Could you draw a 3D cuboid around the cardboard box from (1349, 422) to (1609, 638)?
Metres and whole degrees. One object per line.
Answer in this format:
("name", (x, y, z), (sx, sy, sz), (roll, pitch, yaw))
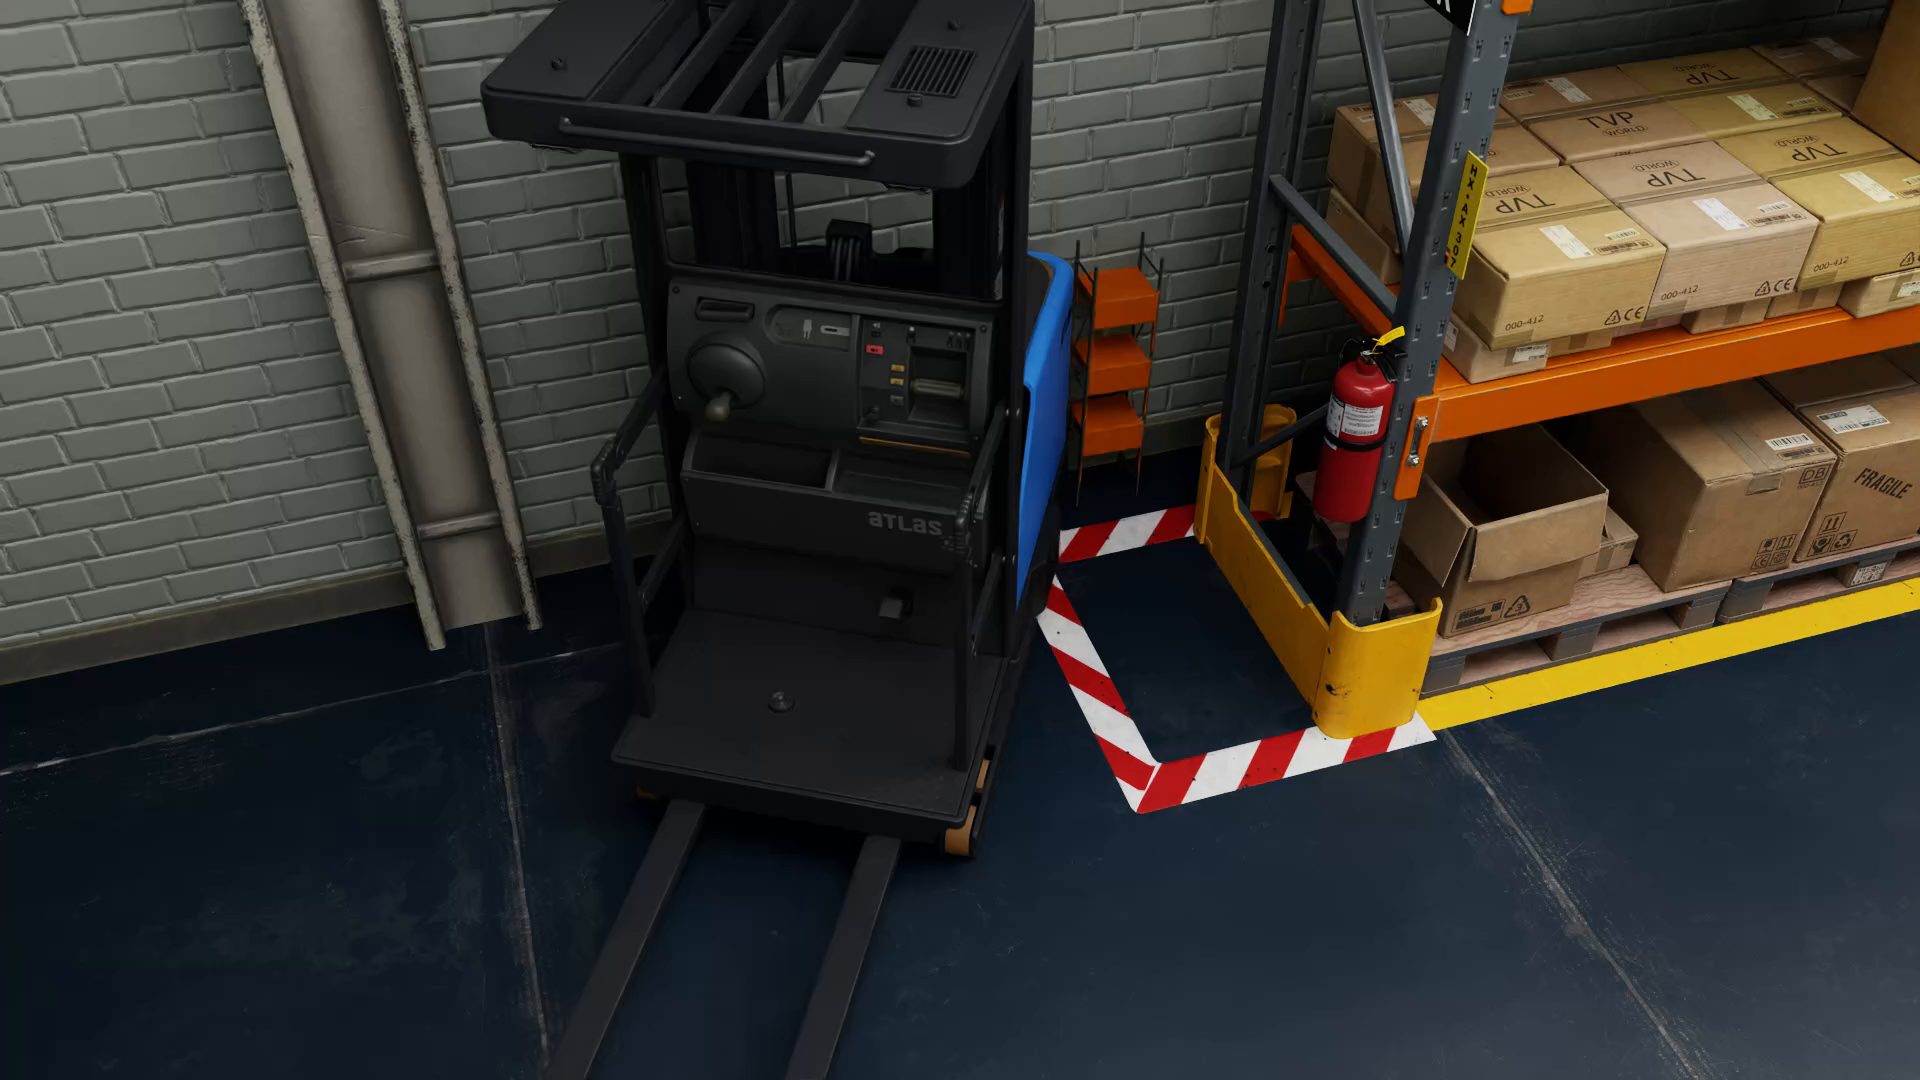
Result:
("cardboard box", (1.743, -0.124, 5.691), (0.637, 0.503, 0.797), (-13, 43, -15))

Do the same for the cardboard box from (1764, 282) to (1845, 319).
("cardboard box", (2.507, -0.864, 5.150), (0.250, 0.149, 0.380), (-11, 42, -12))

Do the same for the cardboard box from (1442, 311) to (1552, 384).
("cardboard box", (1.527, -0.643, 4.897), (0.250, 0.149, 0.380), (-12, 43, -13))

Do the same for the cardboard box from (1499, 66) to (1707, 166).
("cardboard box", (1.982, -1.259, 5.299), (0.500, 0.250, 0.500), (-12, 42, -13))

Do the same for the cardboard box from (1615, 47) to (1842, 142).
("cardboard box", (2.456, -1.354, 5.408), (0.500, 0.250, 0.500), (-10, 42, -12))

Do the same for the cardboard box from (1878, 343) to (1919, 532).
("cardboard box", (3.560, -0.473, 6.092), (0.500, 0.500, 0.700), (-13, 43, -15))

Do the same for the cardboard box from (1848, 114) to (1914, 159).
("cardboard box", (3.090, -1.137, 5.160), (0.500, 0.250, 0.500), (-13, 43, -14))

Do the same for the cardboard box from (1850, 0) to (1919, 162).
("cardboard box", (3.075, -1.400, 4.891), (0.500, 0.500, 0.500), (-11, 42, -12))

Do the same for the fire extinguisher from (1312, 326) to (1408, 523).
("fire extinguisher", (1.130, -0.356, 4.720), (0.183, 0.674, 0.296), (-12, 42, -13))

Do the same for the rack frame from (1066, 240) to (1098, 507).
("rack frame", (0.432, -0.592, 6.119), (0.008, 1.050, 0.200), (-10, 41, -13))

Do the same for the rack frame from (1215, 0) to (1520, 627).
("rack frame", (1.131, -0.845, 4.937), (0.127, 3.000, 1.000), (-12, 42, -13))

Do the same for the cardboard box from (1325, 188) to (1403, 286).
("cardboard box", (1.367, -0.984, 5.288), (0.250, 0.149, 0.380), (-12, 43, -14))

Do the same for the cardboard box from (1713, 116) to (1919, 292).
("cardboard box", (2.608, -1.023, 5.029), (0.500, 0.250, 0.500), (-12, 43, -14))

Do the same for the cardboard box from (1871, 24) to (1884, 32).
("cardboard box", (3.424, -1.558, 5.642), (0.500, 0.250, 0.500), (-11, 42, -12))

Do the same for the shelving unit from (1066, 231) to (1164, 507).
("shelving unit", (0.549, -0.613, 6.147), (0.252, 1.050, 0.215), (-10, 41, -13))

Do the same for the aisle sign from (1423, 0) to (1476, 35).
("aisle sign", (1.154, -1.626, 3.855), (0.004, 0.787, 0.394), (-12, 42, -13))

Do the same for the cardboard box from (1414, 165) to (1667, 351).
("cardboard box", (1.645, -0.821, 4.798), (0.500, 0.250, 0.500), (-11, 42, -13))

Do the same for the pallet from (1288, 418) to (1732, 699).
("pallet", (1.964, 0.032, 6.053), (1.213, 0.211, 1.003), (-12, 42, -13))

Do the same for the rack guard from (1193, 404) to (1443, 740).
("rack guard", (1.204, 0.082, 5.777), (0.348, 0.500, 1.175), (-12, 42, -13))

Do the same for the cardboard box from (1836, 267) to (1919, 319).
("cardboard box", (2.771, -0.866, 5.153), (0.250, 0.149, 0.380), (-13, 43, -14))

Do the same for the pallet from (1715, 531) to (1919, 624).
("pallet", (3.125, -0.206, 6.326), (1.213, 0.211, 1.003), (-12, 42, -13))

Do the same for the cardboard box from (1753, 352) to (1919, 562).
("cardboard box", (3.104, -0.309, 5.905), (0.500, 0.500, 0.500), (-11, 42, -12))

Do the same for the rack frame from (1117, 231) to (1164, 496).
("rack frame", (0.666, -0.634, 6.175), (0.008, 1.050, 0.200), (-10, 41, -13))

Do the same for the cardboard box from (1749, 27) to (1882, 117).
("cardboard box", (2.955, -1.457, 5.526), (0.500, 0.250, 0.500), (-12, 43, -13))

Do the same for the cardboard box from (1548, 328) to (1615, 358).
("cardboard box", (1.756, -0.722, 4.988), (0.250, 0.149, 0.380), (-11, 42, -12))

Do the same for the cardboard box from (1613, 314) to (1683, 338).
("cardboard box", (1.996, -0.796, 5.072), (0.250, 0.149, 0.380), (-12, 43, -14))

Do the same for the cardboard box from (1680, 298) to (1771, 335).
("cardboard box", (2.256, -0.808, 5.085), (0.250, 0.149, 0.380), (-10, 42, -12))

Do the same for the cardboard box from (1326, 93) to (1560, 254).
("cardboard box", (1.490, -1.158, 5.183), (0.500, 0.250, 0.500), (-11, 42, -12))

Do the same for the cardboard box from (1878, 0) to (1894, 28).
("cardboard box", (3.446, -1.846, 5.401), (0.500, 0.500, 0.500), (-13, 43, -14))

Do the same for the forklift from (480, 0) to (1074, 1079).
("forklift", (-0.416, -0.406, 4.487), (1.130, 2.935, 3.031), (8, 42, 10))

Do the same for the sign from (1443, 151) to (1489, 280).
("sign", (1.294, -0.830, 4.263), (0.005, 0.325, 0.100), (-12, 42, -13))

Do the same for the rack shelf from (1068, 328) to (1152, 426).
("rack shelf", (0.548, -0.605, 6.154), (0.240, 0.259, 0.215), (-10, 41, -13))

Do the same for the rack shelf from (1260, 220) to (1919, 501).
("rack shelf", (3.039, -0.969, 5.626), (4.000, 0.370, 1.077), (-12, 42, -13))

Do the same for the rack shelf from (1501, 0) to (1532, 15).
("rack shelf", (3.039, -2.099, 4.639), (4.000, 0.370, 1.077), (-12, 42, -13))

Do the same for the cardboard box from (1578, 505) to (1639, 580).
("cardboard box", (2.160, -0.050, 5.875), (0.250, 0.149, 0.380), (-13, 43, -15))

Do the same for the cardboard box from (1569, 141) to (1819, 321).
("cardboard box", (2.126, -0.921, 4.912), (0.500, 0.250, 0.500), (-11, 42, -13))

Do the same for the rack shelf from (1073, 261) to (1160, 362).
("rack shelf", (0.555, -0.822, 5.971), (0.240, 0.259, 0.215), (-10, 41, -13))

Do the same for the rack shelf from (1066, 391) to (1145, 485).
("rack shelf", (0.543, -0.392, 6.333), (0.240, 0.259, 0.215), (-10, 41, -13))

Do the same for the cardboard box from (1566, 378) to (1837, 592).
("cardboard box", (2.570, -0.268, 5.857), (0.500, 0.500, 0.700), (-10, 42, -11))
